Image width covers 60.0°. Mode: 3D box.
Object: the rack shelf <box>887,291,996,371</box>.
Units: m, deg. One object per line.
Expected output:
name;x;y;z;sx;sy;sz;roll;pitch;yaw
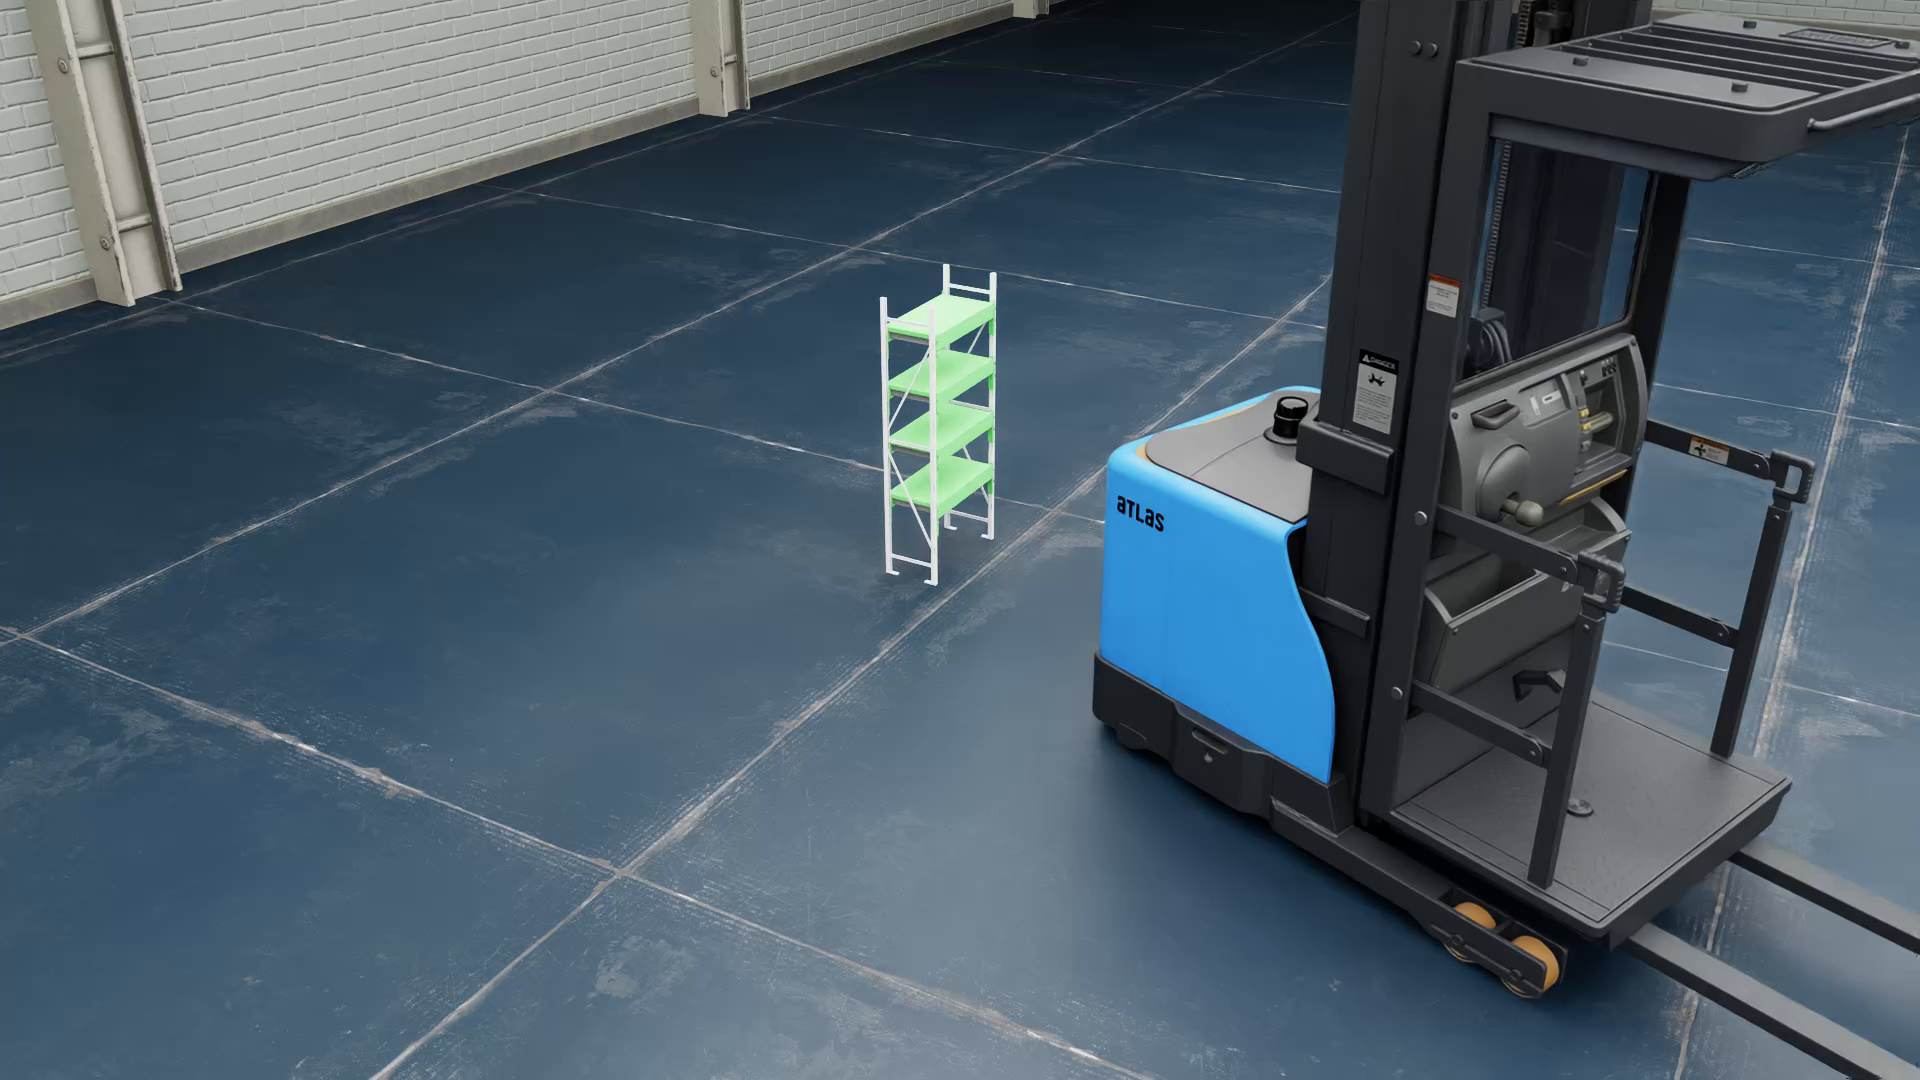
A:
rack shelf;-0.081;-0.844;6.666;0.258;0.148;0.480;14;30;26

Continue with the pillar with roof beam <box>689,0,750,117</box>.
pillar with roof beam;1.623;-6.938;11.058;9.100;9.000;0.400;14;30;26

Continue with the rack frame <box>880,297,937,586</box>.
rack frame;-0.201;-0.377;6.663;0.240;1.200;0.015;14;30;26

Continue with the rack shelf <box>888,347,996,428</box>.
rack shelf;-0.081;-0.629;6.774;0.258;0.148;0.480;14;30;26

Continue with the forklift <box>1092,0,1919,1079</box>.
forklift;1.799;-0.280;4.535;1.130;2.935;3.031;-21;33;-35

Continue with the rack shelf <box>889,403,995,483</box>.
rack shelf;-0.081;-0.415;6.881;0.258;0.148;0.480;14;30;26

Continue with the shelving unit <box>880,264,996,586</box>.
shelving unit;-0.081;-0.472;6.853;0.258;1.200;0.503;14;30;26

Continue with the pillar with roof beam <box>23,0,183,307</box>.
pillar with roof beam;-1.329;-4.600;6.386;9.100;9.000;0.400;14;30;26

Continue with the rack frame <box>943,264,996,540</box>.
rack frame;0.039;-0.567;7.043;0.240;1.200;0.015;14;30;26

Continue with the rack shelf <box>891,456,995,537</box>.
rack shelf;-0.081;-0.200;6.989;0.258;0.148;0.480;14;30;26

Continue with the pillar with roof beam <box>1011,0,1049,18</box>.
pillar with roof beam;4.574;-9.277;15.729;9.100;9.000;0.400;14;30;26
